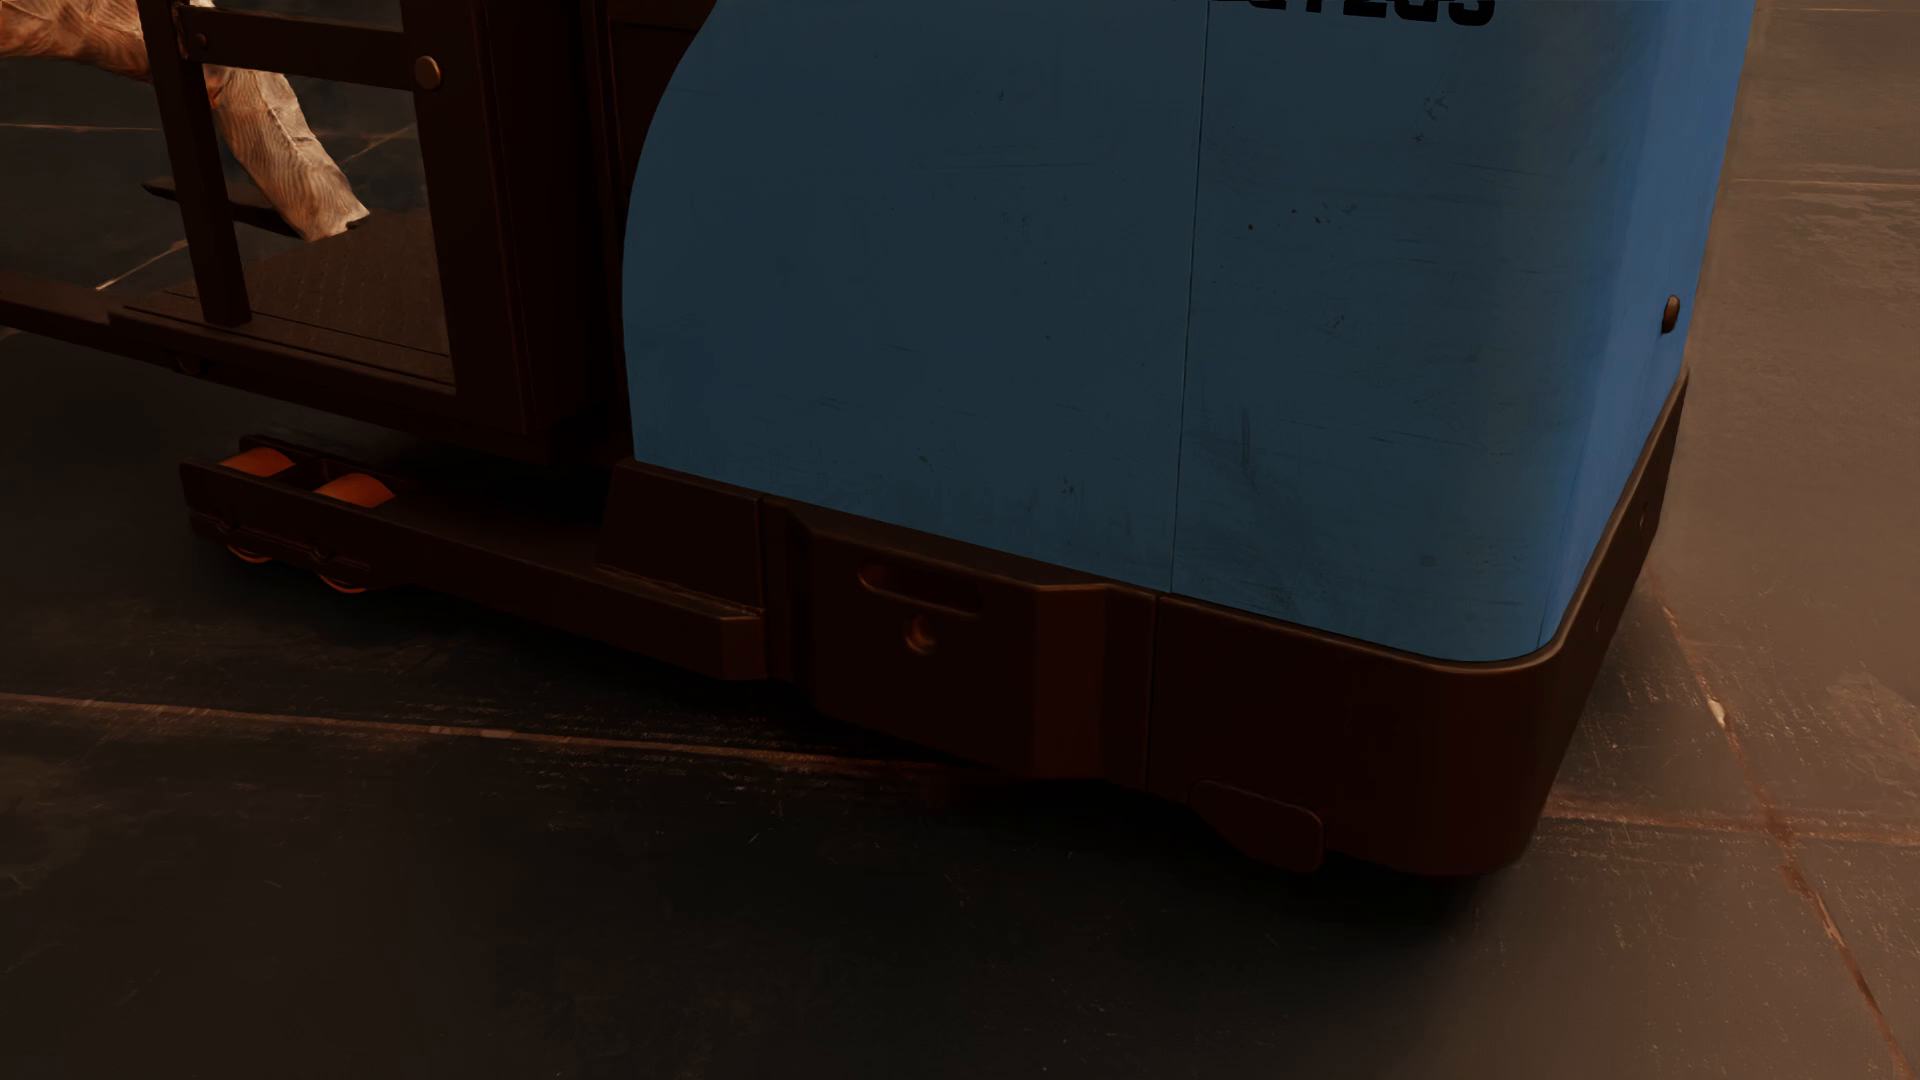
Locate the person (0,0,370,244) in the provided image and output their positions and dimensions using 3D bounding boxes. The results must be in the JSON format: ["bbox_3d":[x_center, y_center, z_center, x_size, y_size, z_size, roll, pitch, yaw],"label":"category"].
[{"bbox_3d":[-1.760,-1.188,3.117,1.308,1.519,0.771,12,29,22],"label":"person"}]

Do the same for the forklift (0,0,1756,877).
[{"bbox_3d":[-0.537,-1.426,2.074,3.031,2.935,1.130,14,30,26],"label":"forklift"}]
